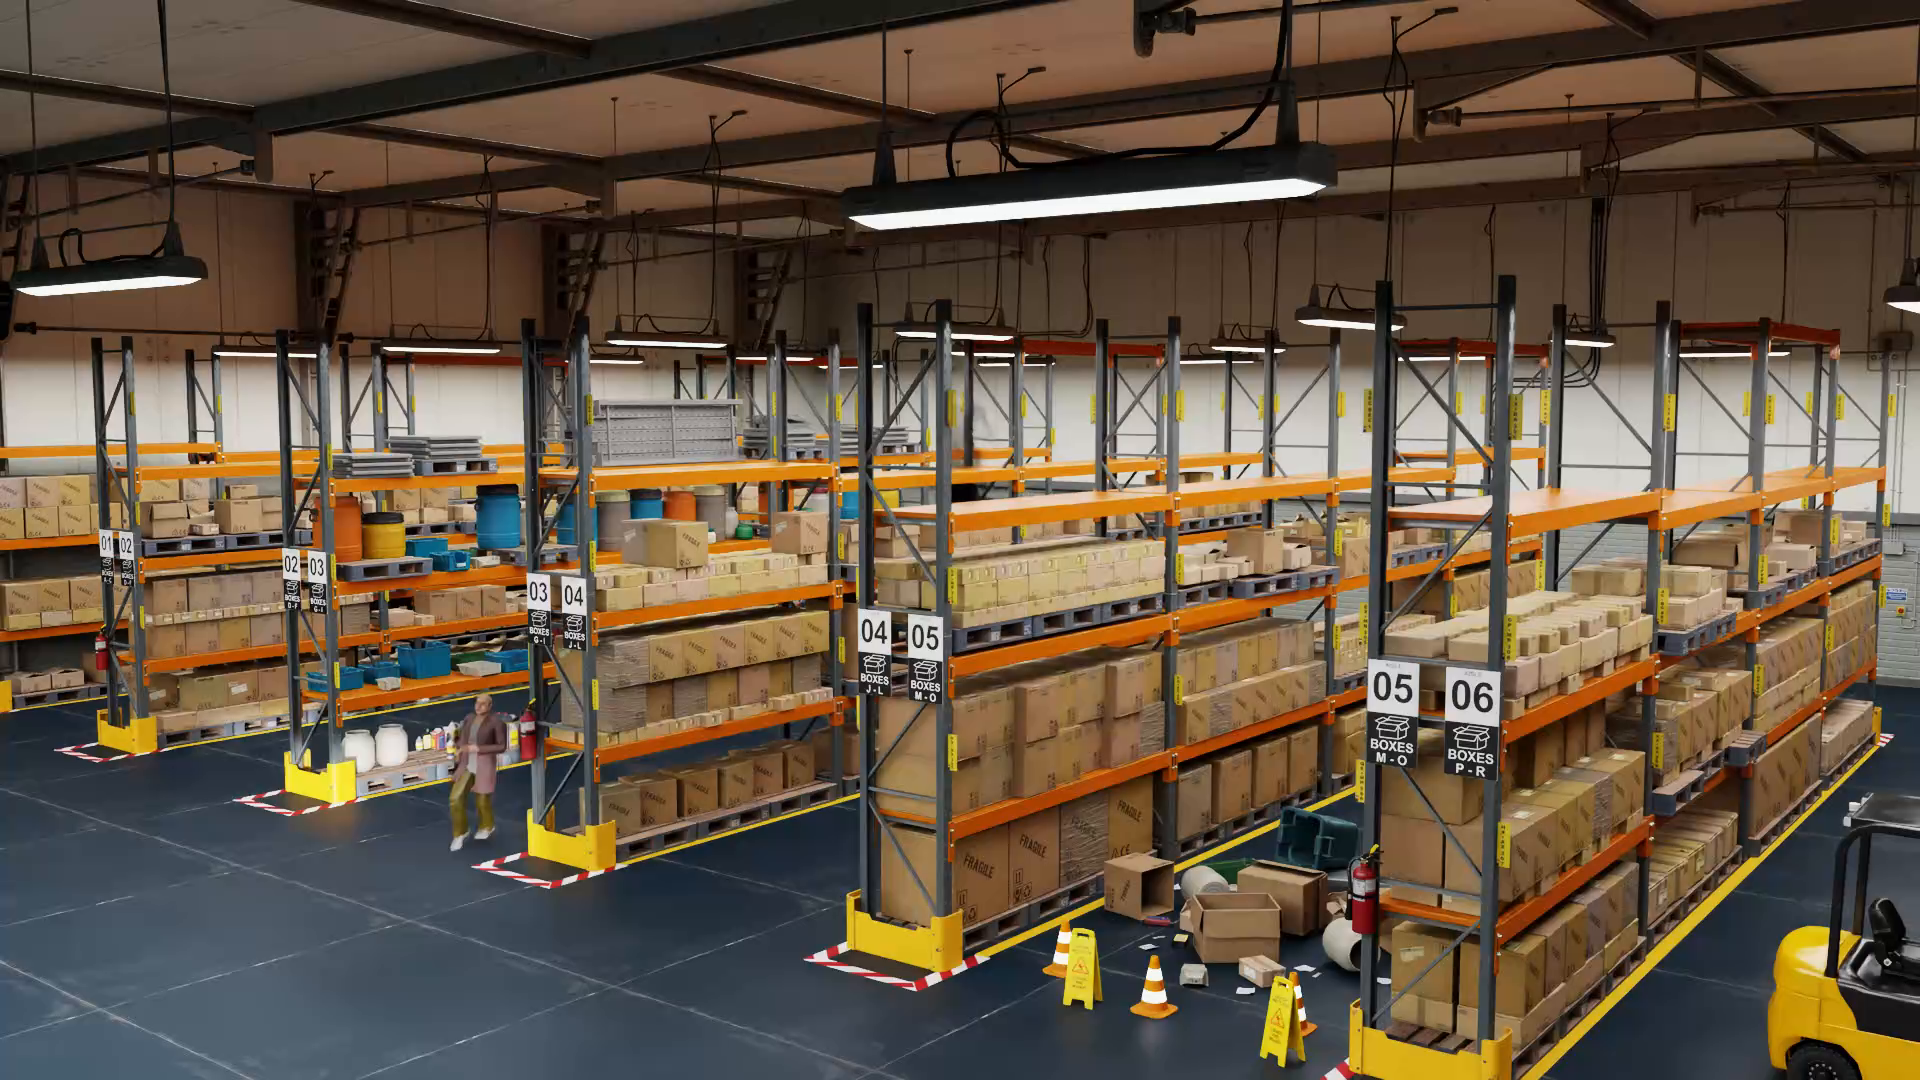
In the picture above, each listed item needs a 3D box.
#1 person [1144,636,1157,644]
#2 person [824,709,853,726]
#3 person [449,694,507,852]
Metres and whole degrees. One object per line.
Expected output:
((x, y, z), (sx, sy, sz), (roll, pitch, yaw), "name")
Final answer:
((2.787, 2.232, 24.623), (0.503, 1.602, 0.682), (2, 5, 25), "person")
((-1.902, 2.121, 25.142), (0.736, 1.722, 0.605), (3, 6, 34), "person")
((-5.477, 2.655, 19.072), (0.692, 1.823, 0.740), (1, 5, 11), "person")
